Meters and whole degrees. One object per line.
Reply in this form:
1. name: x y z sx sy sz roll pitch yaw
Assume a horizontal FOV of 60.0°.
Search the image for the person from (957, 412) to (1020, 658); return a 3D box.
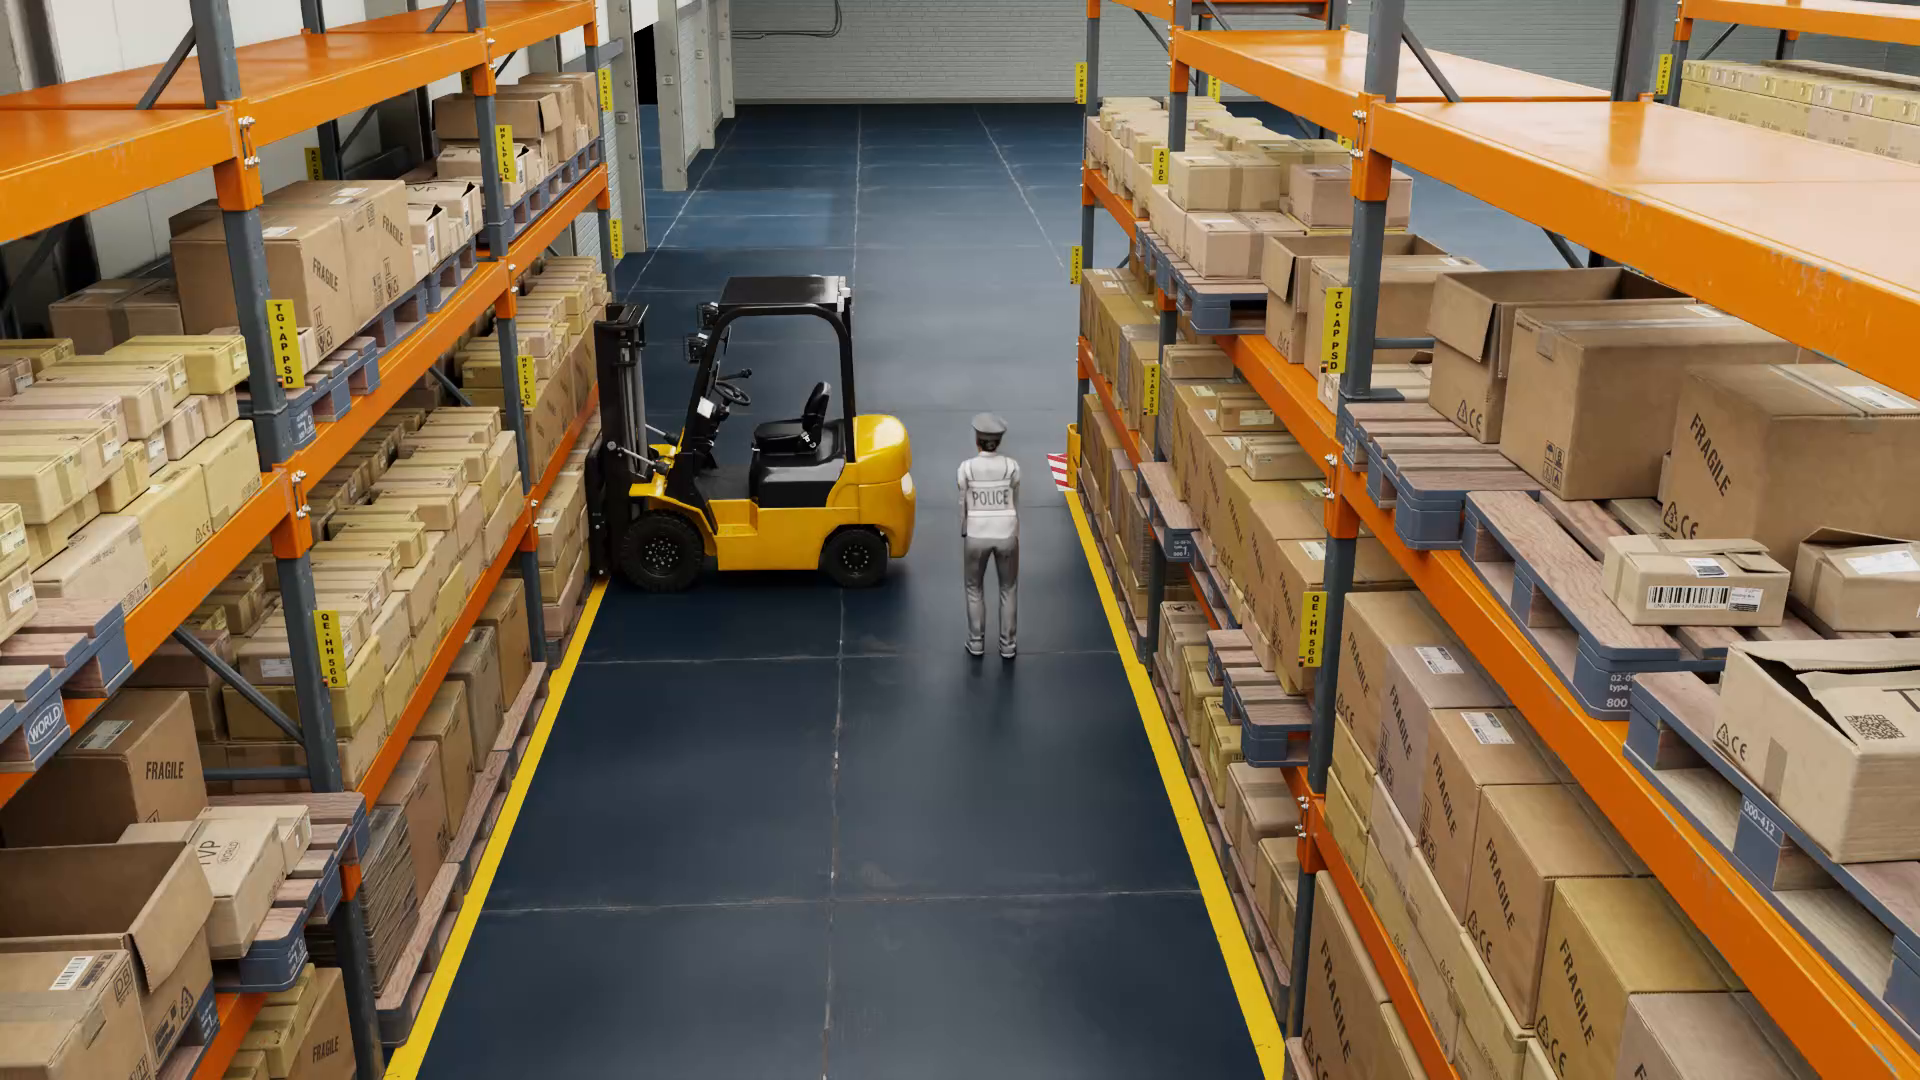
1. person: 0.188 -0.030 11.170 0.416 1.663 0.543 -1 21 -4
